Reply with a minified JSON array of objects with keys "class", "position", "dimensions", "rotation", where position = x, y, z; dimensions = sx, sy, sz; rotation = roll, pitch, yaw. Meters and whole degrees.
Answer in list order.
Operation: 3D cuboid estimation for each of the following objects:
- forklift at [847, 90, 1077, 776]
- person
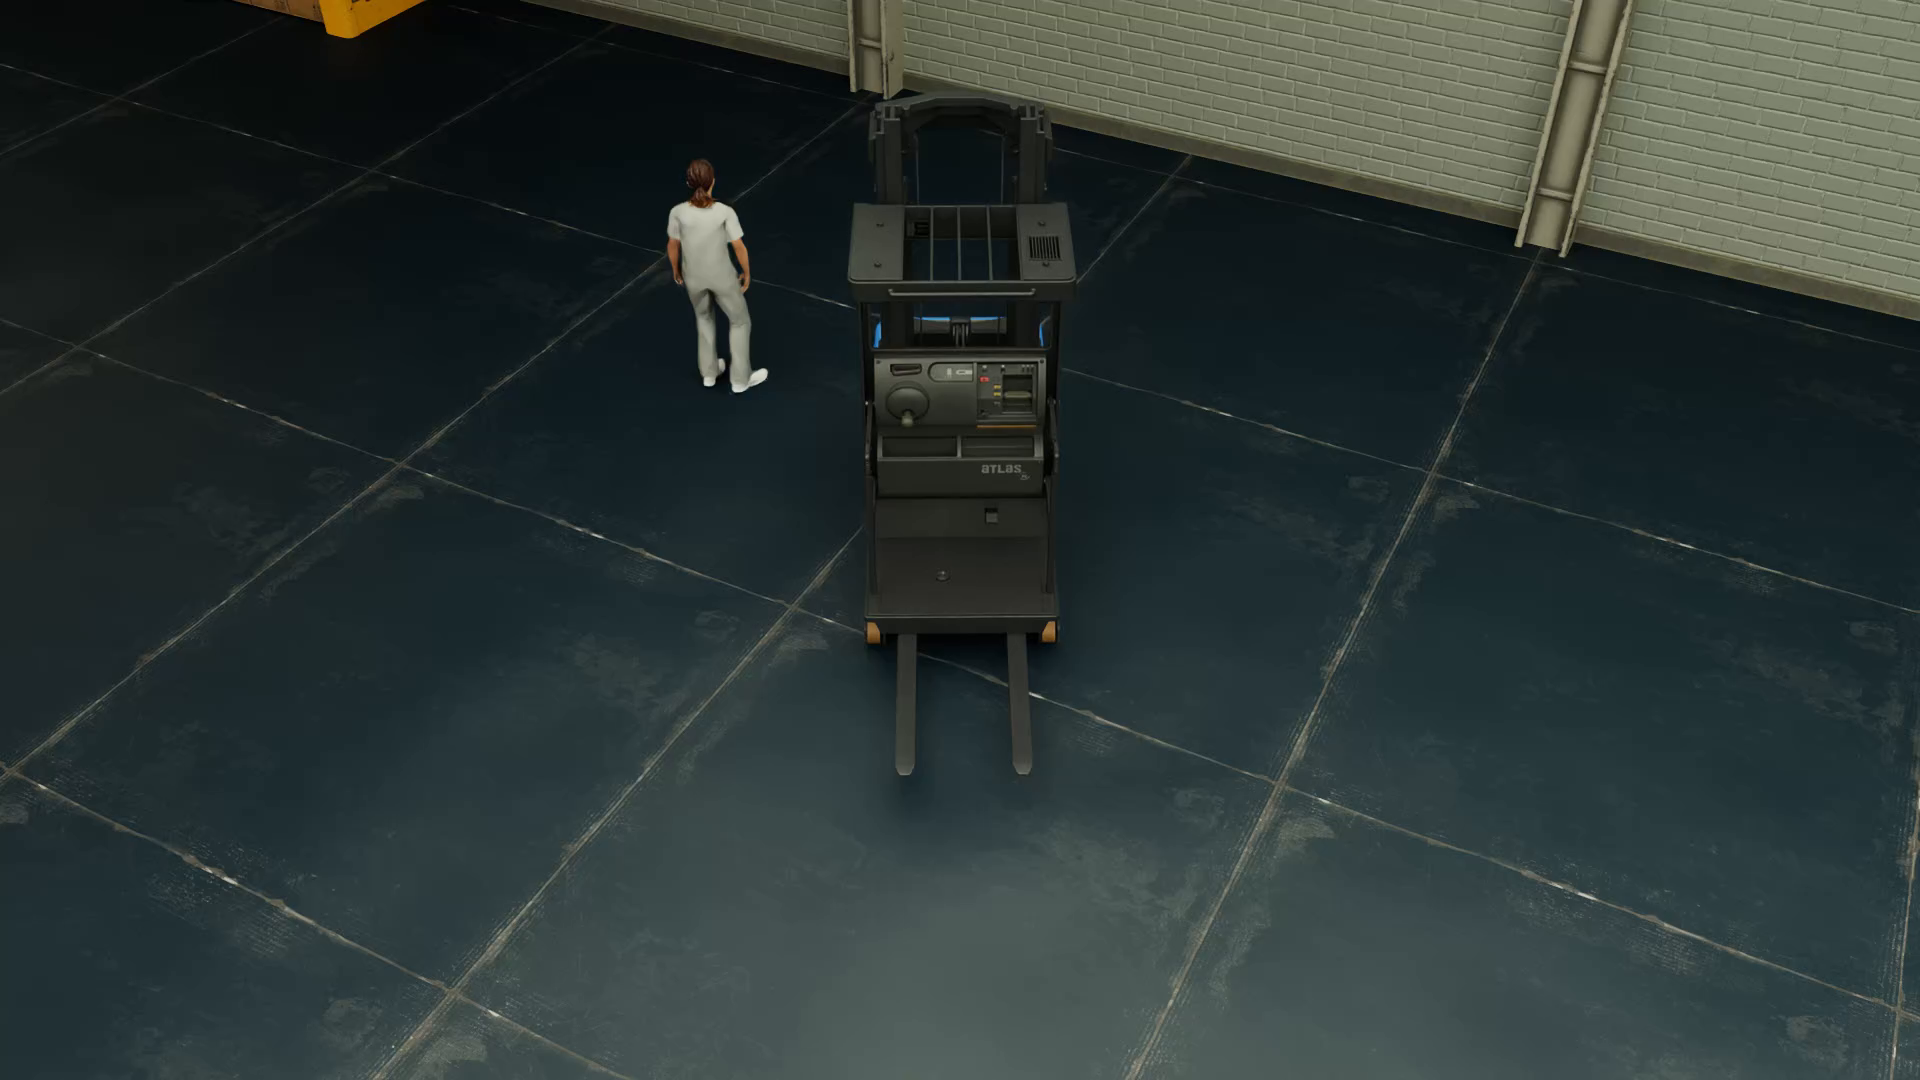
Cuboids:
[{"class":"forklift","position":[0.006,-0.728,8.851],"dimensions":[1.130,2.935,3.031],"rotation":[0,40,0]},{"class":"person","position":[-1.633,-1.744,11.068],"dimensions":[0.579,1.633,0.361],"rotation":[2,40,2]}]
